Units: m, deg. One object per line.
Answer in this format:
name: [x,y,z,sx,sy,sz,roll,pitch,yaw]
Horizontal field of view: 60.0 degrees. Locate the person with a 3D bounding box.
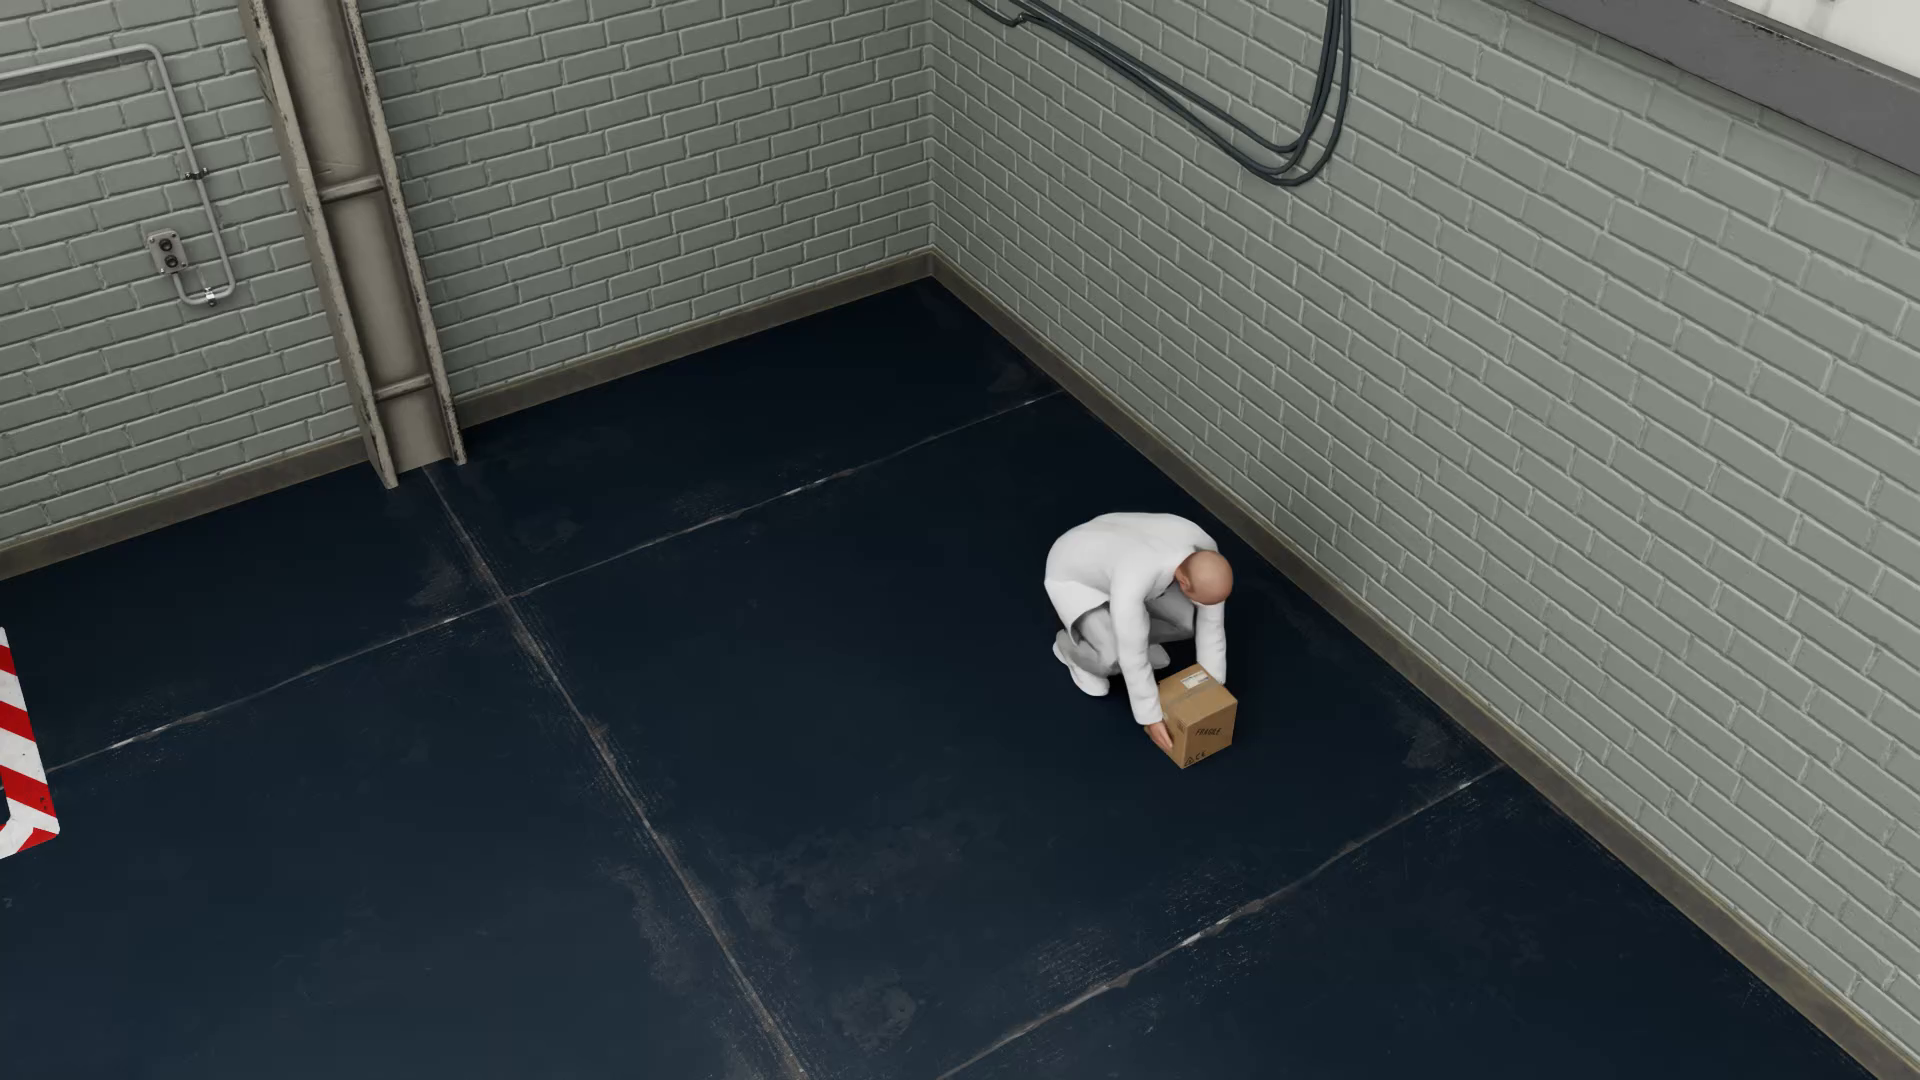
person: [0.711,0.258,6.583,0.599,0.853,0.911,-22,45,-24]
